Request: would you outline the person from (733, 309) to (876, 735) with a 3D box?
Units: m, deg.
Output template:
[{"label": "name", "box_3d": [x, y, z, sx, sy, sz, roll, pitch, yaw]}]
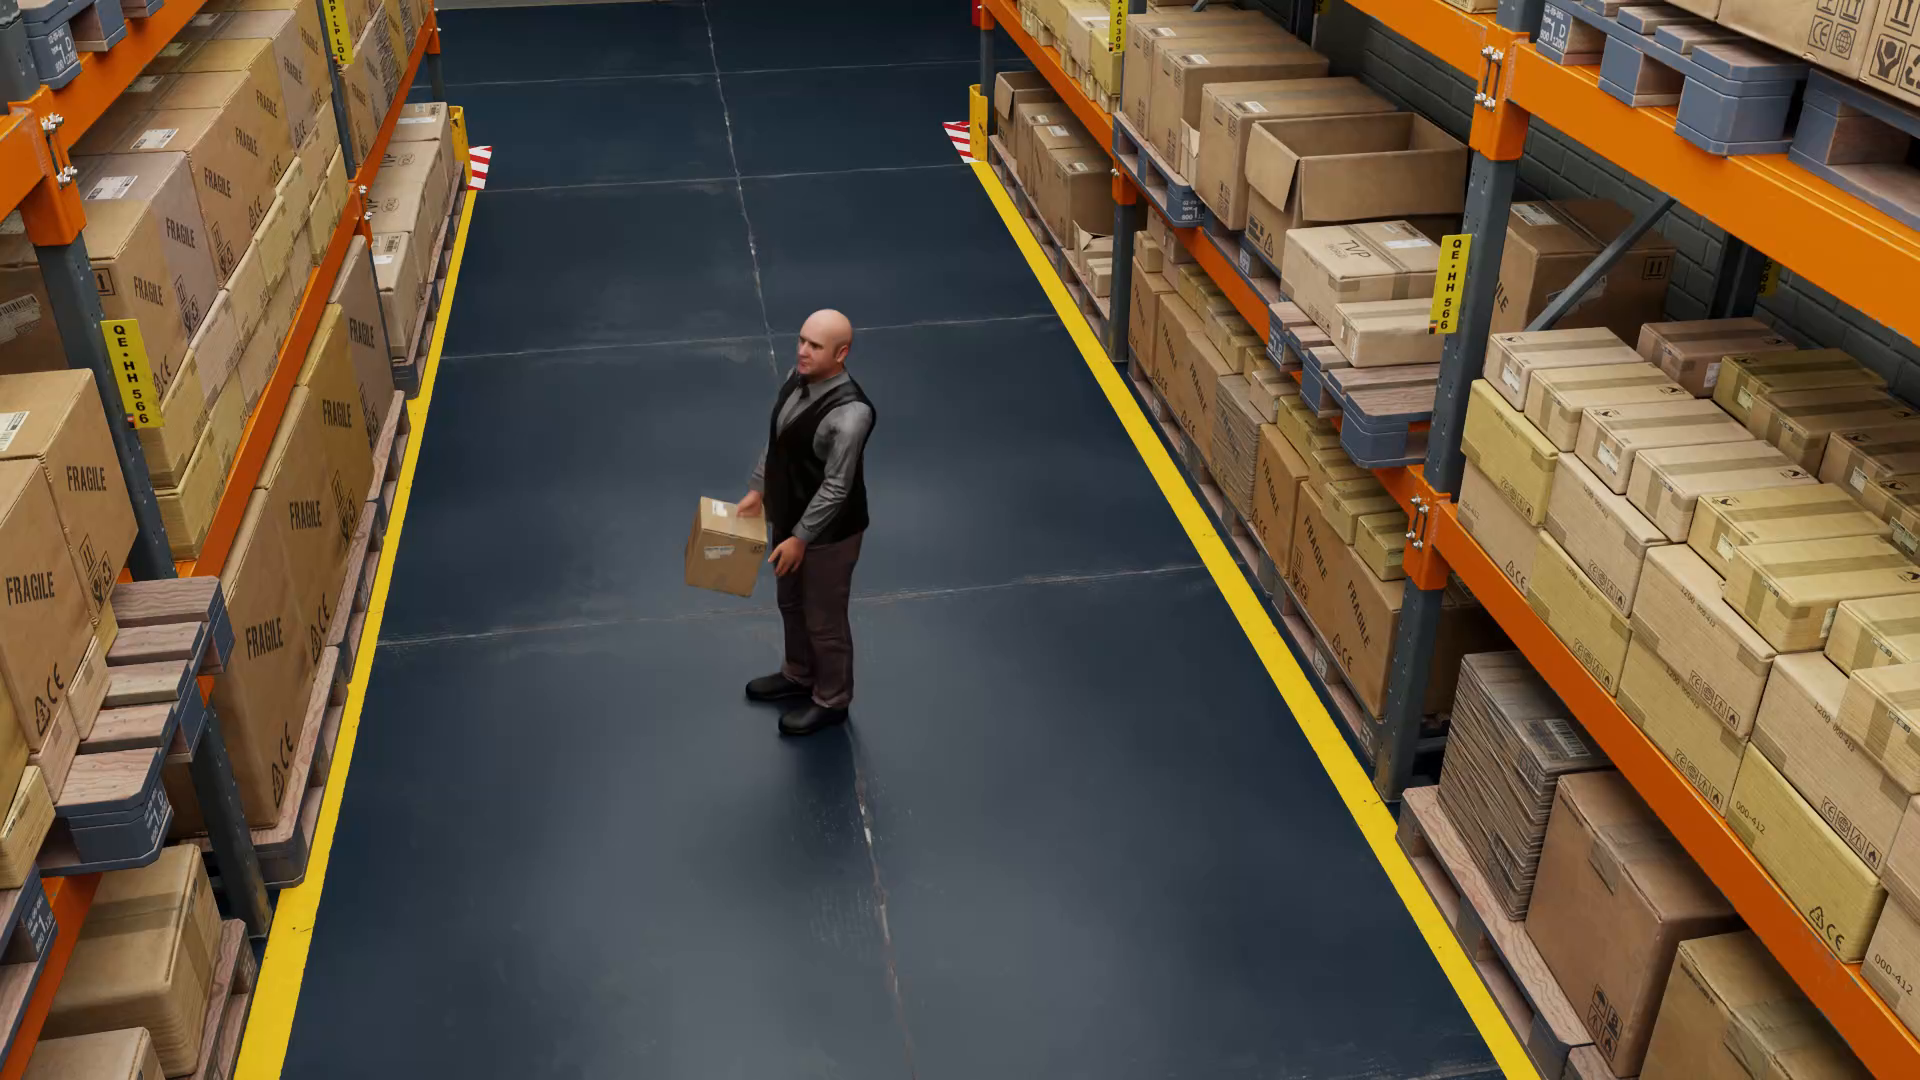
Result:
[{"label": "person", "box_3d": [-0.583, -0.046, 6.219, 0.469, 1.726, 0.574, -15, 34, -24]}]
